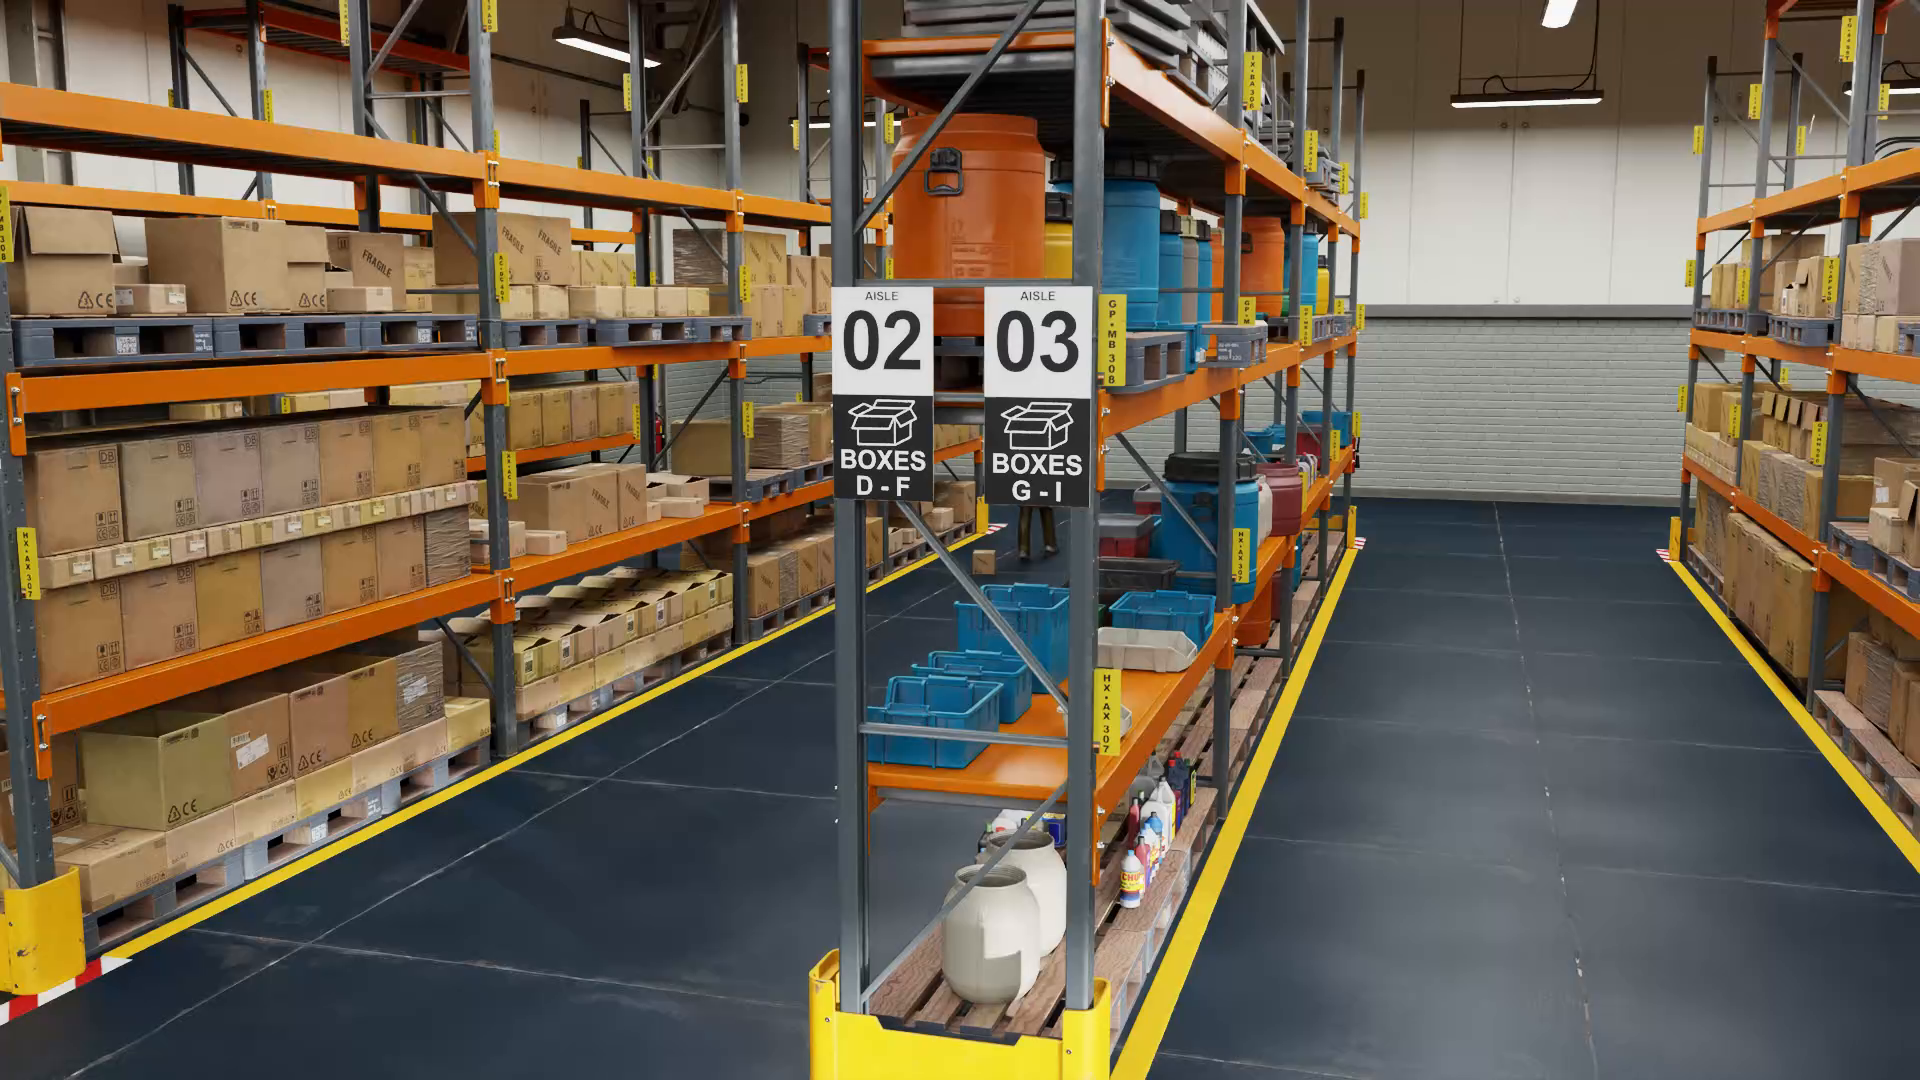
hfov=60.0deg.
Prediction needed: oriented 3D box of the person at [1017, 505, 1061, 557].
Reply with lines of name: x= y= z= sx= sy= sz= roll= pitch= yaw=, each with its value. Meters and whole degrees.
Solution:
person: x=0.940 y=-0.683 z=20.550 sx=0.568 sy=1.725 sz=1.079 roll=2 pitch=9 yaw=17
